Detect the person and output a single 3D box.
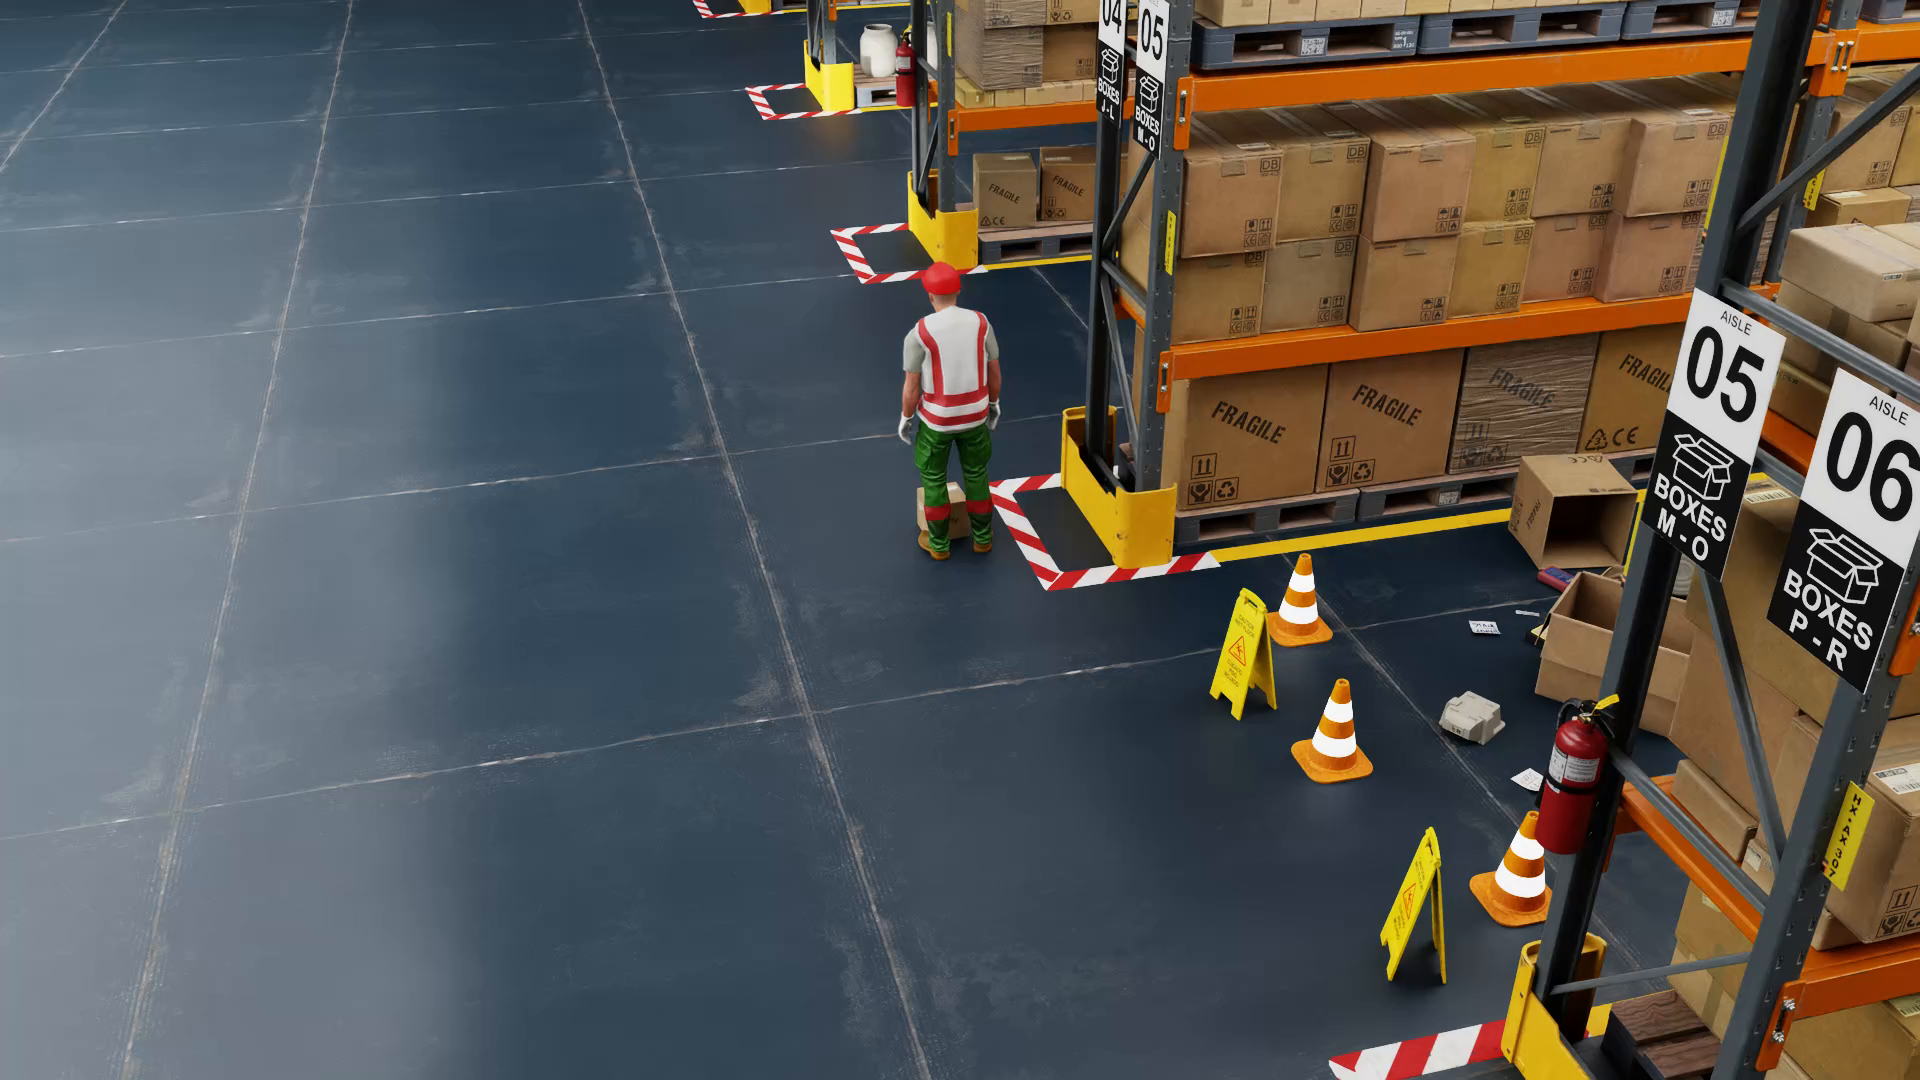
[{"bbox_3d":[-0.057,-0.718,9.471,0.618,1.779,0.451,-10,31,-16],"label":"person"}]
